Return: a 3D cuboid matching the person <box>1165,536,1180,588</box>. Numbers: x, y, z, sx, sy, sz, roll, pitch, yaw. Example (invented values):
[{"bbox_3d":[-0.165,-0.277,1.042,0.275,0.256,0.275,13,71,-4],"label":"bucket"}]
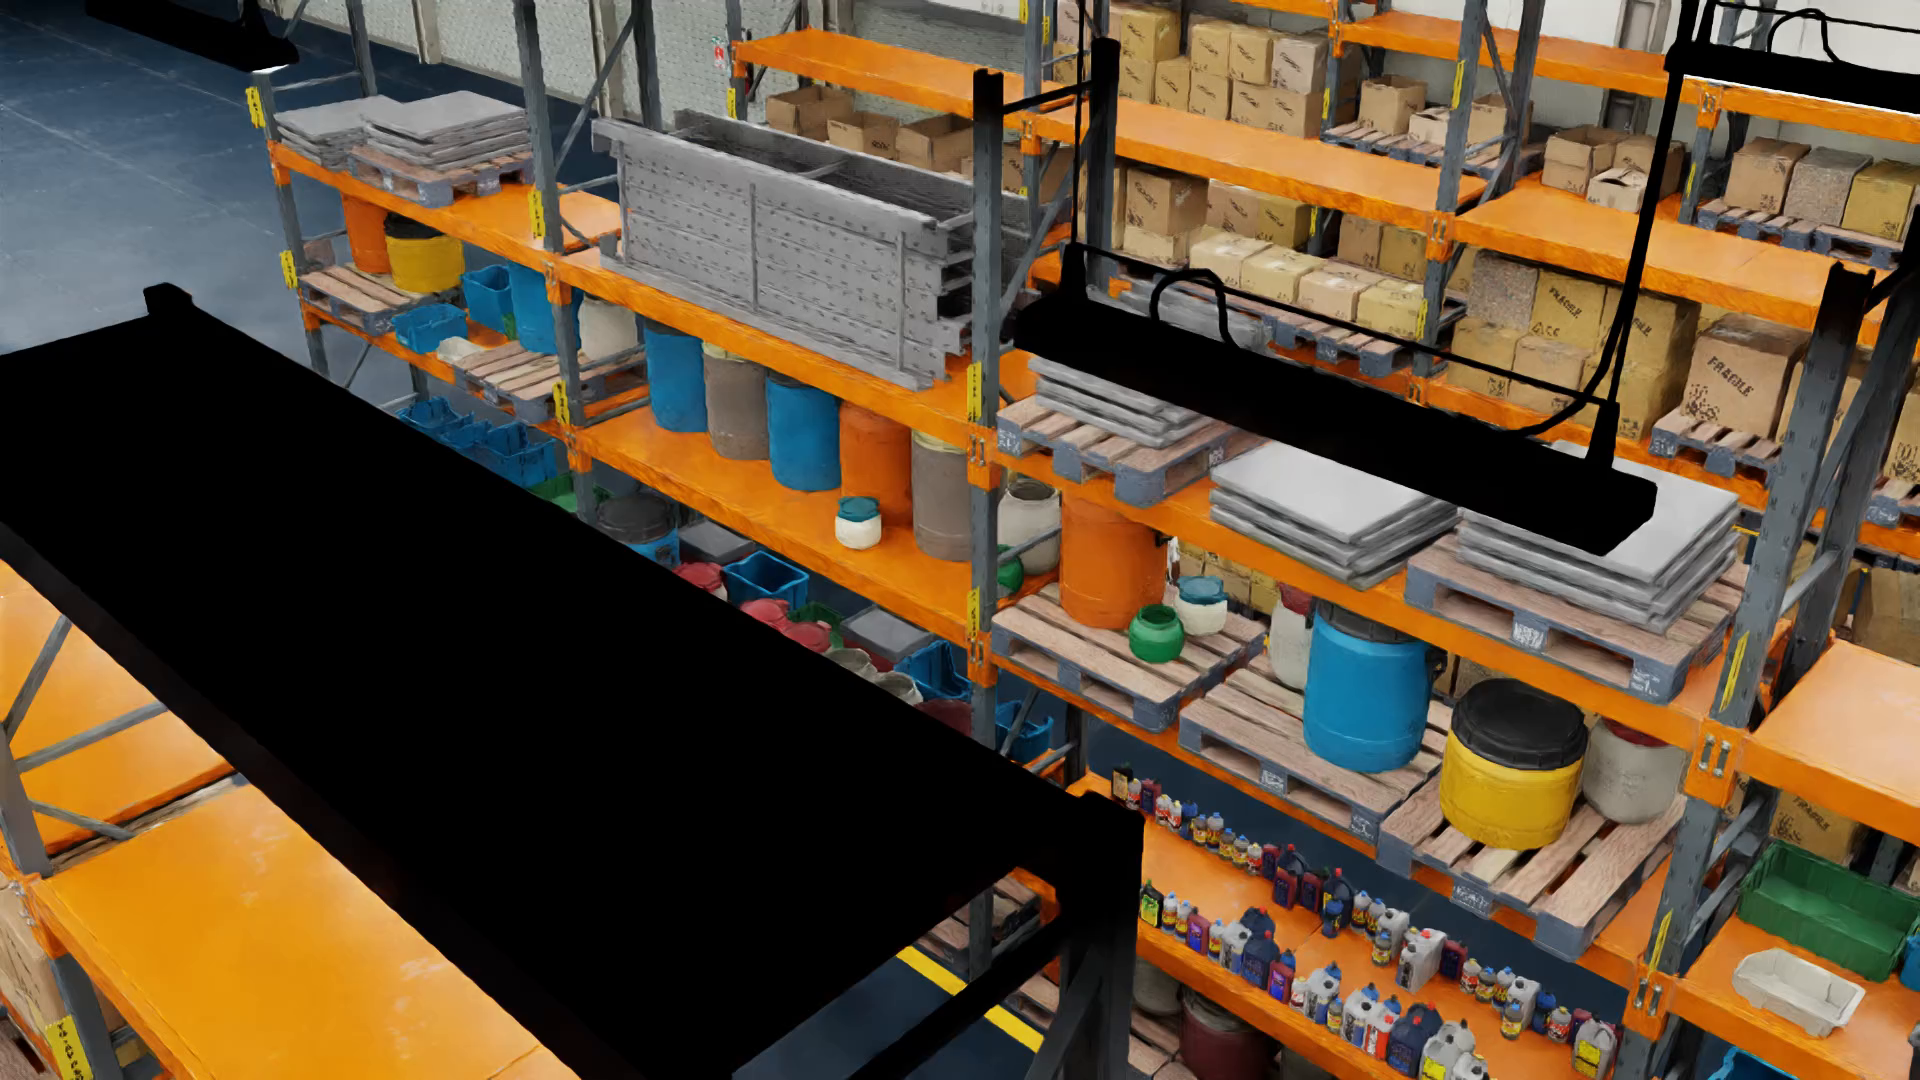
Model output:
[{"bbox_3d":[1.562,0.419,13.755,0.545,1.680,0.443,12,31,20],"label":"person"}]
